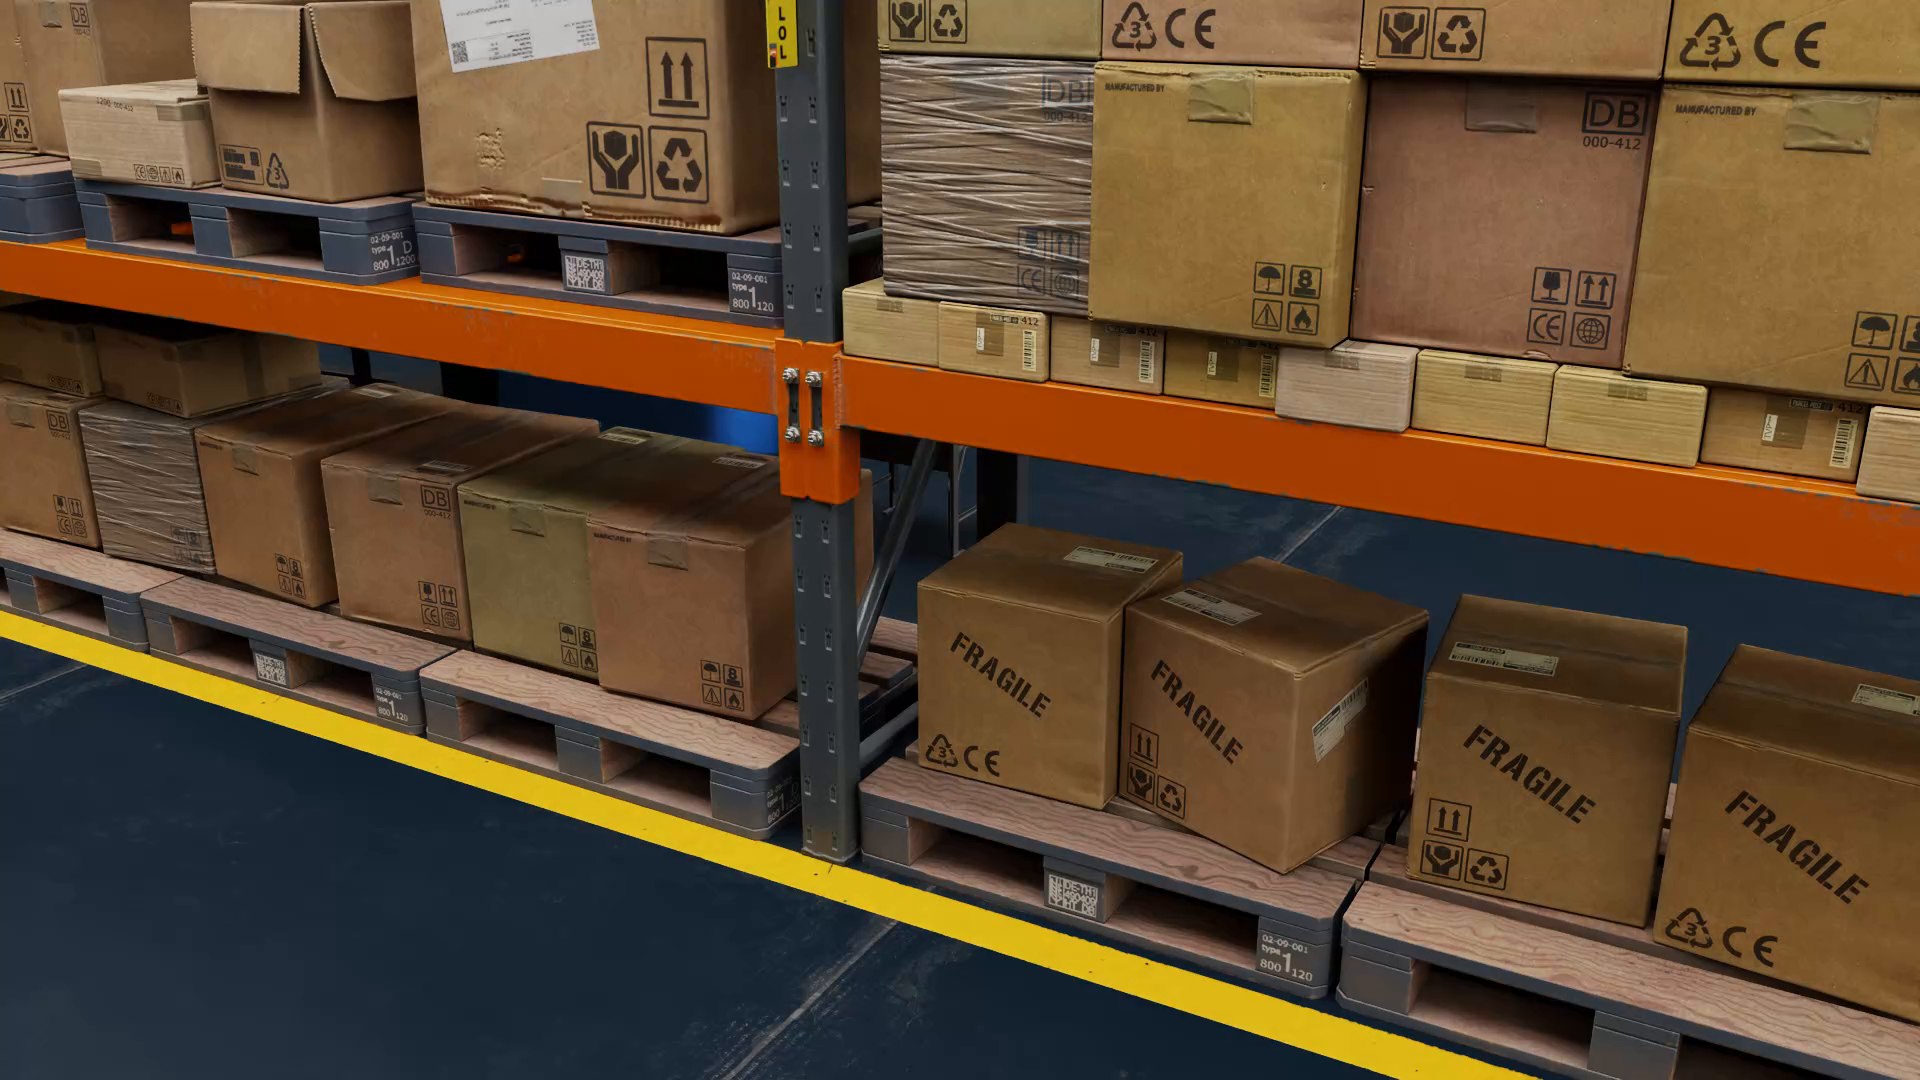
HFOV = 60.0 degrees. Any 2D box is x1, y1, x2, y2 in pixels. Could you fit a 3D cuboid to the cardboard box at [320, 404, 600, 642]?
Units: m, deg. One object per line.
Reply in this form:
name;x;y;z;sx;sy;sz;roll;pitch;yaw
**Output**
cardboard box;-1.521;-0.075;5.194;0.500;0.500;0.700;9;22;23

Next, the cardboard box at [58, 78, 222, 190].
cardboard box;-2.241;-1.202;4.884;0.500;0.250;0.500;10;22;26

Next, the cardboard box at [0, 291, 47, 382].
cardboard box;-4.184;-0.742;6.511;0.875;0.875;1.225;10;22;25

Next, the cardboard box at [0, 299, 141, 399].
cardboard box;-2.992;-0.704;5.828;0.500;0.250;0.500;12;23;29

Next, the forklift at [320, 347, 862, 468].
forklift;-1.964;-1.688;6.720;3.031;2.935;1.130;10;22;25

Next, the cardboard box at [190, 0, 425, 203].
cardboard box;-1.658;-1.264;4.683;0.637;0.503;0.797;13;24;33

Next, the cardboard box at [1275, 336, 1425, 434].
cardboard box;0.806;-0.342;3.278;0.250;0.149;0.380;11;23;27

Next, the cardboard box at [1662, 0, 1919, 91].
cardboard box;1.484;-1.018;2.722;0.500;0.500;0.500;11;23;27

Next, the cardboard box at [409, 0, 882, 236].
cardboard box;-0.725;-1.410;4.358;1.000;1.000;1.000;11;23;28

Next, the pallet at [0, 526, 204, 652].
pallet;-2.910;0.019;6.003;1.213;0.211;1.003;11;23;27

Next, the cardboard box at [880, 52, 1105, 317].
cardboard box;0.263;-0.851;3.728;0.500;0.500;0.875;11;23;27

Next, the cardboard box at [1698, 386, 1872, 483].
cardboard box;1.498;-0.240;2.997;0.250;0.149;0.380;11;23;27

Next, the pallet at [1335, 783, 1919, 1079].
pallet;1.573;0.858;3.691;1.213;0.211;1.003;11;23;27

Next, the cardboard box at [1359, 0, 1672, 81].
cardboard box;1.043;-1.097;2.942;0.500;0.500;0.500;11;23;27

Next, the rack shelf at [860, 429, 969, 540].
rack shelf;-0.145;-0.344;6.326;0.480;0.518;0.431;11;23;27

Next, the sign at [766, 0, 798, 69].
sign;-0.367;-1.135;3.399;0.005;0.325;0.100;11;23;27

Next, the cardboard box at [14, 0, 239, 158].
cardboard box;-2.565;-1.526;5.410;0.500;0.500;0.700;15;25;35

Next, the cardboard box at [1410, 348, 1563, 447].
cardboard box;1.044;-0.313;3.198;0.250;0.149;0.380;11;23;27

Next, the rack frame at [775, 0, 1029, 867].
rack frame;-0.100;-0.757;4.053;0.127;3.000;1.000;11;23;27

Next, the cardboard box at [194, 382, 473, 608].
cardboard box;-2.008;-0.168;5.449;0.500;0.500;0.700;13;24;32

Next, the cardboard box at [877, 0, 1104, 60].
cardboard box;0.169;-1.263;3.400;0.500;0.500;0.500;11;23;27

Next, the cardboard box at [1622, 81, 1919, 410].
cardboard box;1.584;-0.608;3.061;0.500;0.500;0.875;11;23;27

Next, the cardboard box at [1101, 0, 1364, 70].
cardboard box;0.606;-1.181;3.172;0.500;0.500;0.500;11;23;27

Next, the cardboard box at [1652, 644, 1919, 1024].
cardboard box;1.779;0.578;3.423;0.500;0.500;0.500;13;24;32

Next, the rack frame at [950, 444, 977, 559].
rack frame;0.069;-0.974;5.971;0.015;2.100;0.400;11;23;27

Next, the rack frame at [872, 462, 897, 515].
rack frame;-0.358;-1.055;6.195;0.015;2.100;0.400;11;23;27

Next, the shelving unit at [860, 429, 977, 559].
shelving unit;-0.145;-1.015;6.083;0.503;2.100;0.431;11;23;27

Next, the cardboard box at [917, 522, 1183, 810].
cardboard box;0.230;0.299;4.192;0.500;0.500;0.500;10;22;26

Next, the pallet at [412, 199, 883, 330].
pallet;-0.696;-0.837;4.556;1.213;0.211;1.003;11;23;27

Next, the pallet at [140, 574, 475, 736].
pallet;-1.849;0.222;5.443;1.213;0.211;1.003;11;23;27

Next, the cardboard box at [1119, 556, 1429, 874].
cardboard box;0.734;0.392;3.935;0.500;0.500;0.500;-17;26;-39

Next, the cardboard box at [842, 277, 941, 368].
cardboard box;-0.059;-0.514;3.751;0.250;0.149;0.380;11;23;27

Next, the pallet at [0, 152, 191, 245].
pallet;-2.918;-1.245;5.680;1.003;0.211;1.213;11;23;27

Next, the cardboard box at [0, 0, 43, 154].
cardboard box;-3.101;-1.589;5.584;0.500;0.500;0.500;8;21;21

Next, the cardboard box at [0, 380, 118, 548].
cardboard box;-2.997;-0.348;5.947;0.500;0.500;0.700;10;22;24

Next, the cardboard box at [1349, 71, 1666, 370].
cardboard box;1.168;-0.704;3.324;0.500;0.500;0.875;11;23;27

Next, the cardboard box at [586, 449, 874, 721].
cardboard box;-0.625;0.103;4.704;0.500;0.500;0.700;9;22;23

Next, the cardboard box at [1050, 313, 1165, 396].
cardboard box;0.385;-0.435;3.533;0.250;0.149;0.380;11;23;27

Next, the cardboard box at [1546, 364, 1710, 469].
cardboard box;1.257;-0.268;3.074;0.250;0.149;0.380;11;23;27

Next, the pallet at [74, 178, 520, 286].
pallet;-1.844;-1.015;5.046;1.213;0.211;1.003;11;23;27

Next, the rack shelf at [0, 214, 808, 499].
rack shelf;-1.846;-0.751;5.093;4.000;0.370;1.077;11;23;27

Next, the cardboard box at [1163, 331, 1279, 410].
cardboard box;0.608;-0.396;3.427;0.250;0.149;0.380;11;23;27

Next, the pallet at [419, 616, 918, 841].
pallet;-0.780;0.425;4.884;1.213;0.211;1.003;11;23;27

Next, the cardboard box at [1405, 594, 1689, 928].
cardboard box;1.314;0.472;3.715;0.500;0.500;0.500;9;22;23

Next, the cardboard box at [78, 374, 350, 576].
cardboard box;-2.507;-0.260;5.704;0.500;0.500;0.700;9;22;23

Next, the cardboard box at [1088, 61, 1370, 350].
cardboard box;0.682;-0.757;3.470;0.500;0.500;0.875;11;23;27

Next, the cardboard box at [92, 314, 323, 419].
cardboard box;-2.524;-0.619;5.593;0.500;0.250;0.500;14;24;33

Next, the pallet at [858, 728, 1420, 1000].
pallet;0.504;0.655;4.250;1.213;0.211;1.003;11;23;27

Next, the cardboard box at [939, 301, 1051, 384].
cardboard box;0.153;-0.468;3.625;0.250;0.149;0.380;11;23;27

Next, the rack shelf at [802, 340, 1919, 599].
rack shelf;1.646;-0.086;3.259;4.000;0.370;1.077;11;23;27

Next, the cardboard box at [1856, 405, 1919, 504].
cardboard box;1.682;-0.178;2.825;0.250;0.149;0.380;11;23;27

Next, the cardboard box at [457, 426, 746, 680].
cardboard box;-1.033;0.018;4.938;0.500;0.500;0.700;11;22;27
